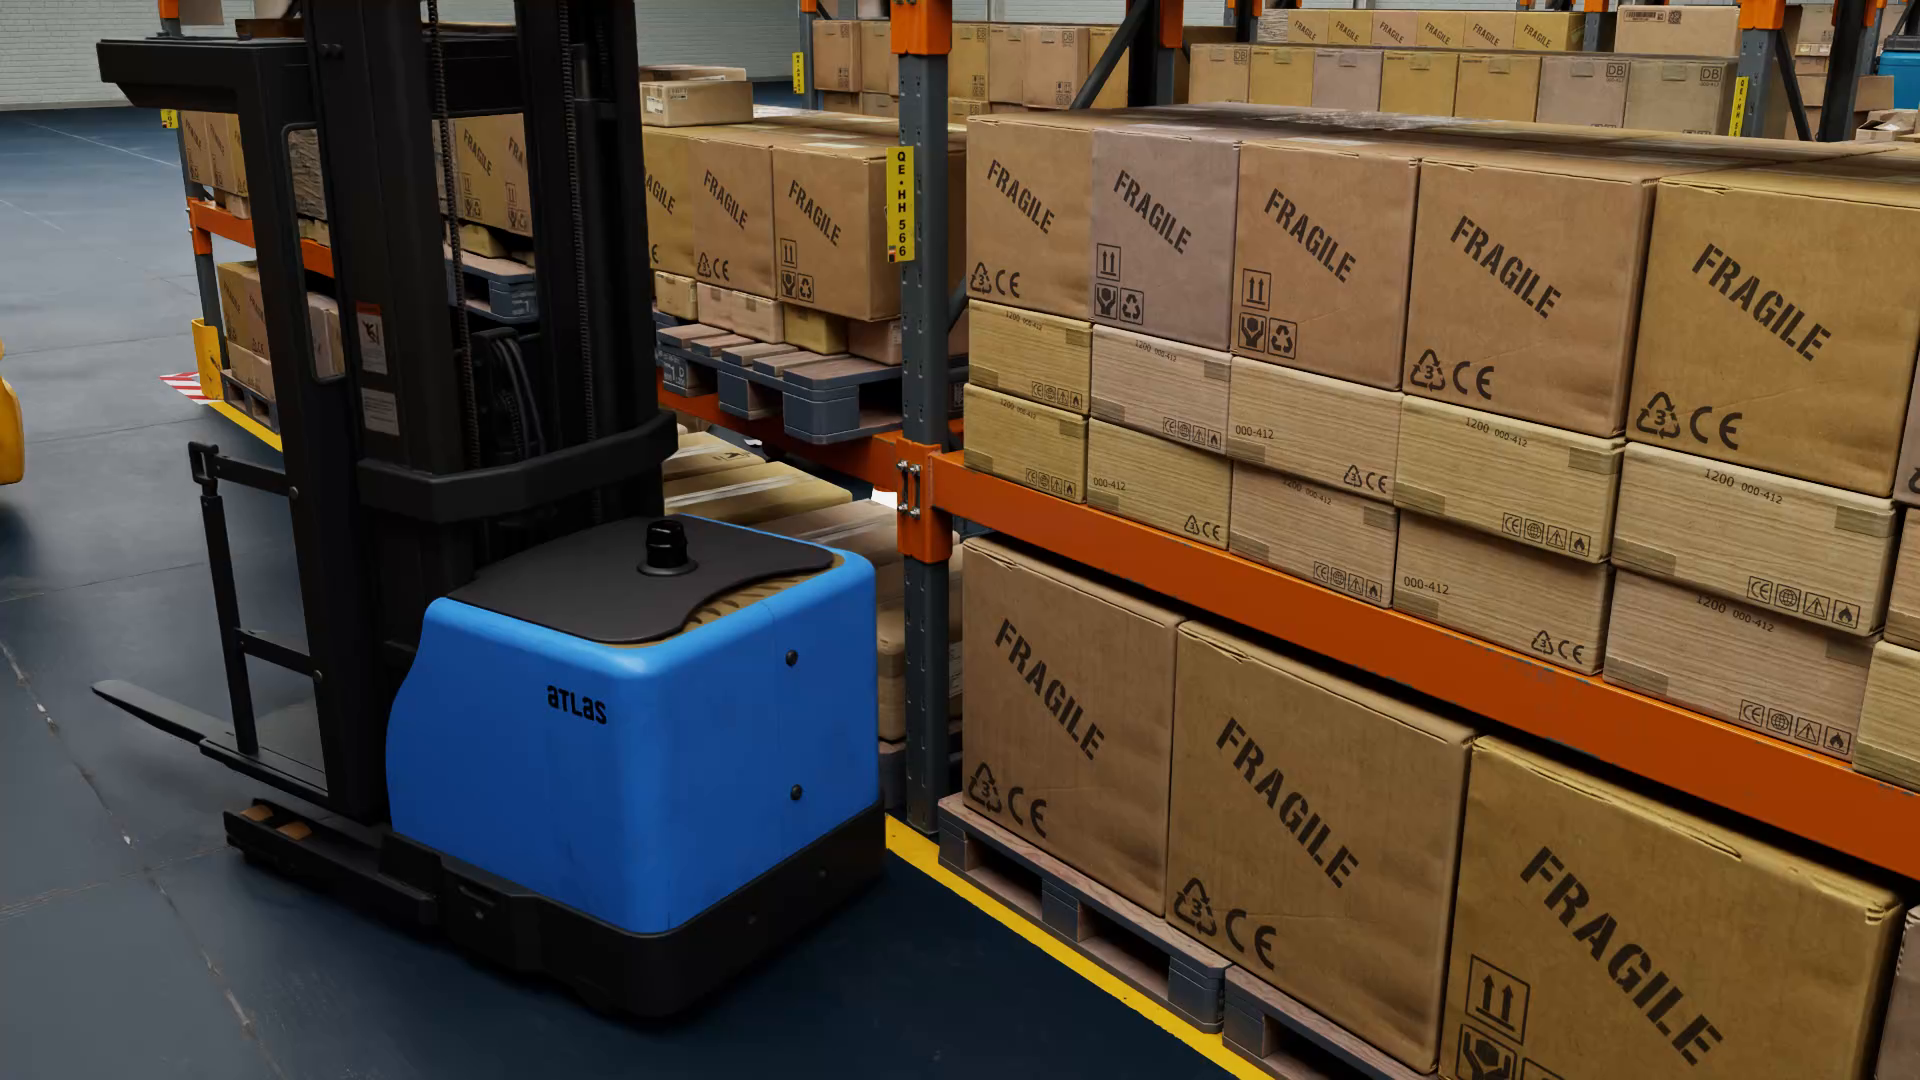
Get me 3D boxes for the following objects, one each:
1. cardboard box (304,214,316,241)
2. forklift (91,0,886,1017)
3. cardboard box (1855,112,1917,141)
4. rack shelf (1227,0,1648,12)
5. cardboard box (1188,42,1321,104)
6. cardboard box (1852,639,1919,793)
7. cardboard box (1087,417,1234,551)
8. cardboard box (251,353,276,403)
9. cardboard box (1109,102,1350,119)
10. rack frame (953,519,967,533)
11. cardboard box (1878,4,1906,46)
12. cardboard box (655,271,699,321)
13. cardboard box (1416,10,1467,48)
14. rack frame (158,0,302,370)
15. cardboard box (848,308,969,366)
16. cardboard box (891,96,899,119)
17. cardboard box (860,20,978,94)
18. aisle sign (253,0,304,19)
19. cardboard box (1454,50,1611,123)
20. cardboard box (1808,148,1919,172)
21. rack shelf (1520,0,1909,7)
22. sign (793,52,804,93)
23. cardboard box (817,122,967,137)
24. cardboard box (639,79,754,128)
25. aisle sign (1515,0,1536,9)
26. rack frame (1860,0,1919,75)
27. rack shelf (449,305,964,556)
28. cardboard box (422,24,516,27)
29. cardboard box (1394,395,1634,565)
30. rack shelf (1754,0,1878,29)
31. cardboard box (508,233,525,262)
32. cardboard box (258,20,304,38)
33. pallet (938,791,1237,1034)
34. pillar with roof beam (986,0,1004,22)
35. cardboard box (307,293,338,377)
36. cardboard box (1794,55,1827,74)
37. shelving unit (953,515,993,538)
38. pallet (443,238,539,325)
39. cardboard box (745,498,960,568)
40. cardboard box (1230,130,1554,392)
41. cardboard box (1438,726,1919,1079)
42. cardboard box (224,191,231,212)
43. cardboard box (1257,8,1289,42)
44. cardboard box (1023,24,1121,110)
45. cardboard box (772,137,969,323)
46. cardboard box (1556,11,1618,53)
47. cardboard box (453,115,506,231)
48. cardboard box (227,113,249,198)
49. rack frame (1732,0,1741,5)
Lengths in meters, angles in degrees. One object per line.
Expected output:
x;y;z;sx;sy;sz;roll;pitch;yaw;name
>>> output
-3.440;-1.768;9.330;0.380;0.149;0.250;-14;23;-37;cardboard box
-1.729;-0.466;5.106;3.031;2.935;1.130;12;22;33;forklift
6.773;-2.991;12.170;0.396;0.266;0.258;-15;23;-38;cardboard box
4.294;-5.058;15.239;1.077;0.370;4.000;-14;23;-36;rack shelf
1.898;-2.941;10.722;0.700;0.500;0.500;-14;23;-37;cardboard box
1.943;0.306;2.904;0.500;0.250;0.500;-14;23;-37;cardboard box
0.691;-0.199;4.431;0.500;0.250;0.500;-15;23;-38;cardboard box
-4.121;-1.049;10.464;0.500;0.250;0.500;-13;22;-34;cardboard box
0.777;-1.009;4.888;0.500;0.500;0.500;-15;23;-38;cardboard box
-0.058;-0.450;8.291;0.240;0.900;0.006;-14;23;-36;rack frame
12.089;-6.558;21.173;0.700;0.500;0.500;-14;23;-36;cardboard box
-0.883;-0.912;6.077;0.380;0.149;0.250;-13;23;-35;cardboard box
4.420;-4.450;14.807;0.500;0.500;0.500;-14;23;-36;cardboard box
-4.716;-2.535;11.245;1.000;3.000;0.127;-14;23;-36;rack frame
-0.137;-0.678;5.371;0.380;0.149;0.250;-13;22;-34;cardboard box
-0.024;-3.220;13.078;0.875;0.550;0.550;-14;23;-36;cardboard box
-0.284;-3.893;13.391;0.875;0.550;0.550;-14;23;-36;cardboard box
-4.527;-3.841;11.054;0.394;0.787;0.004;-14;23;-36;aisle sign
3.163;-2.439;9.208;0.700;0.500;0.500;-14;23;-37;cardboard box
2.040;-0.508;3.376;0.500;0.500;0.500;-15;23;-37;cardboard box
8.177;-6.025;18.159;1.077;0.370;4.000;-14;23;-36;rack shelf
-1.337;-3.867;13.767;0.100;0.325;0.005;-14;23;-36;sign
-0.176;-1.234;6.018;0.500;0.500;0.500;-13;22;-33;cardboard box
-0.986;-1.607;6.113;0.380;0.149;0.250;-15;24;-39;cardboard box
6.661;-6.630;19.478;0.394;0.787;0.004;-14;23;-36;aisle sign
9.419;-4.450;17.029;1.000;3.000;0.127;-14;23;-36;rack frame
-0.990;-0.715;6.893;1.077;0.370;4.000;-14;23;-36;rack shelf
-2.635;-2.493;8.897;0.700;0.500;0.500;-14;23;-36;cardboard box
1.297;-0.176;3.566;0.500;0.250;0.500;-13;23;-35;cardboard box
5.311;-2.144;6.438;1.077;0.370;4.000;-14;23;-36;rack shelf
-1.753;-1.313;7.288;0.380;0.149;0.250;-12;22;-33;cardboard box
-3.919;-2.988;10.393;0.700;0.500;0.500;-14;23;-36;cardboard box
0.682;0.969;5.099;1.003;0.211;1.213;-14;23;-36;pallet
-2.462;-15.287;40.213;9.100;9.000;0.400;-14;23;-36;pillar with roof beam
-3.445;-1.143;9.555;0.500;0.500;0.500;-13;22;-33;cardboard box
11.430;-6.203;22.164;0.700;0.500;0.500;-13;22;-35;cardboard box
0.005;-0.425;8.215;0.258;0.900;0.210;-14;23;-36;shelving unit
-1.872;-1.241;7.644;1.003;0.211;1.213;-14;23;-36;pallet
-0.556;0.163;6.610;0.950;0.372;0.625;-15;23;-37;cardboard box
0.991;-0.665;3.850;0.500;0.500;0.500;-13;22;-35;cardboard box
1.720;0.873;3.665;0.875;0.875;0.875;-13;22;-35;cardboard box
-4.398;-2.151;10.485;0.380;0.149;0.250;-15;23;-38;cardboard box
3.181;-4.943;16.297;0.500;0.500;0.500;-14;23;-36;cardboard box
0.951;-3.334;11.704;0.875;0.550;0.550;-14;23;-36;cardboard box
-0.249;-1.009;5.338;0.500;0.500;0.500;-15;23;-38;cardboard box
5.456;-4.307;14.375;0.500;0.500;0.500;-14;23;-36;cardboard box
-1.854;-1.642;7.250;0.500;0.500;0.500;-14;23;-36;cardboard box
-3.998;-2.300;9.905;0.500;0.500;0.500;-15;23;-37;cardboard box
10.820;-6.401;22.922;1.000;3.000;0.127;-14;23;-36;rack frame
